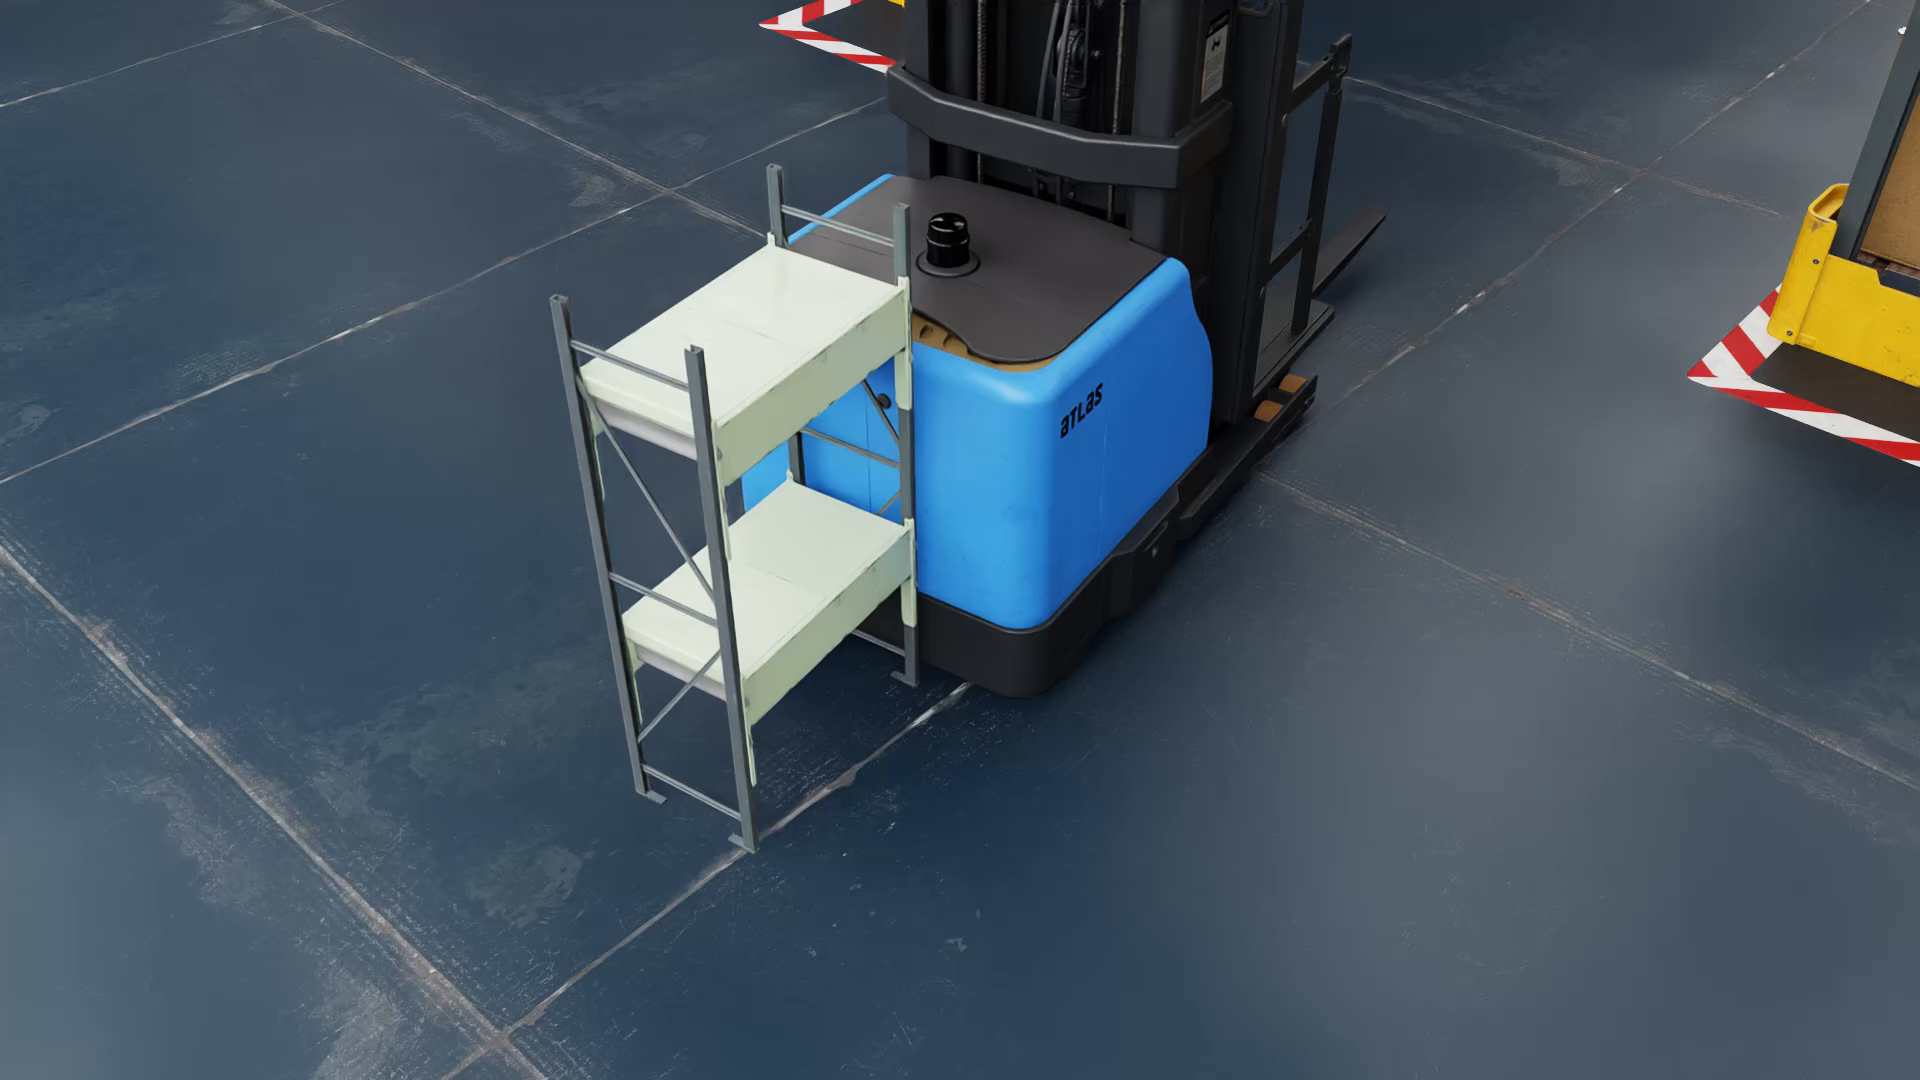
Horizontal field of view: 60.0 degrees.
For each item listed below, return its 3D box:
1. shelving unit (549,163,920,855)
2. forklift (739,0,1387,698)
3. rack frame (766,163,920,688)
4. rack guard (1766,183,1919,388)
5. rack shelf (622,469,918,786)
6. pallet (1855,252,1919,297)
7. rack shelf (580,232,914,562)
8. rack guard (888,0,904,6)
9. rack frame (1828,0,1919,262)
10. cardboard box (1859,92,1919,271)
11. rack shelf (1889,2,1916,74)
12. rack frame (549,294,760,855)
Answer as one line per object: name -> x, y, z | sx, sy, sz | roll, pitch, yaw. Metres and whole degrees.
shelving unit -> -0.487, -0.048, 4.106 | 0.431, 1.500, 0.755 | 22, 43, 25
forklift -> 0.575, -1.598, 4.905 | 1.130, 2.935, 3.031 | 22, 43, 25
rack frame -> -0.288, -0.240, 4.346 | 0.400, 1.500, 0.023 | 22, 43, 25
rack guard -> 3.544, -0.803, 5.858 | 1.175, 0.500, 0.348 | 30, 47, 32
rack shelf -> -0.487, 0.207, 4.308 | 0.431, 0.370, 0.720 | 22, 43, 25
pallet -> 4.042, -1.101, 6.465 | 1.003, 0.211, 1.213 | 30, 47, 32
rack shelf -> -0.487, -0.354, 3.863 | 0.431, 0.370, 0.720 | 22, 43, 25
rack guard -> 0.019, -2.978, 8.594 | 1.175, 0.500, 0.348 | 30, 47, 32
rack frame -> 3.560, -1.793, 5.094 | 1.000, 3.000, 0.127 | 30, 47, 32
cardboard box -> 3.969, -1.465, 6.052 | 0.875, 0.875, 0.875 | 30, 47, 32
rack shelf -> 4.910, -2.430, 6.474 | 1.077, 0.370, 4.000 | 30, 47, 32
rack frame -> -0.685, 0.143, 3.865 | 0.400, 1.500, 0.023 | 22, 43, 25
